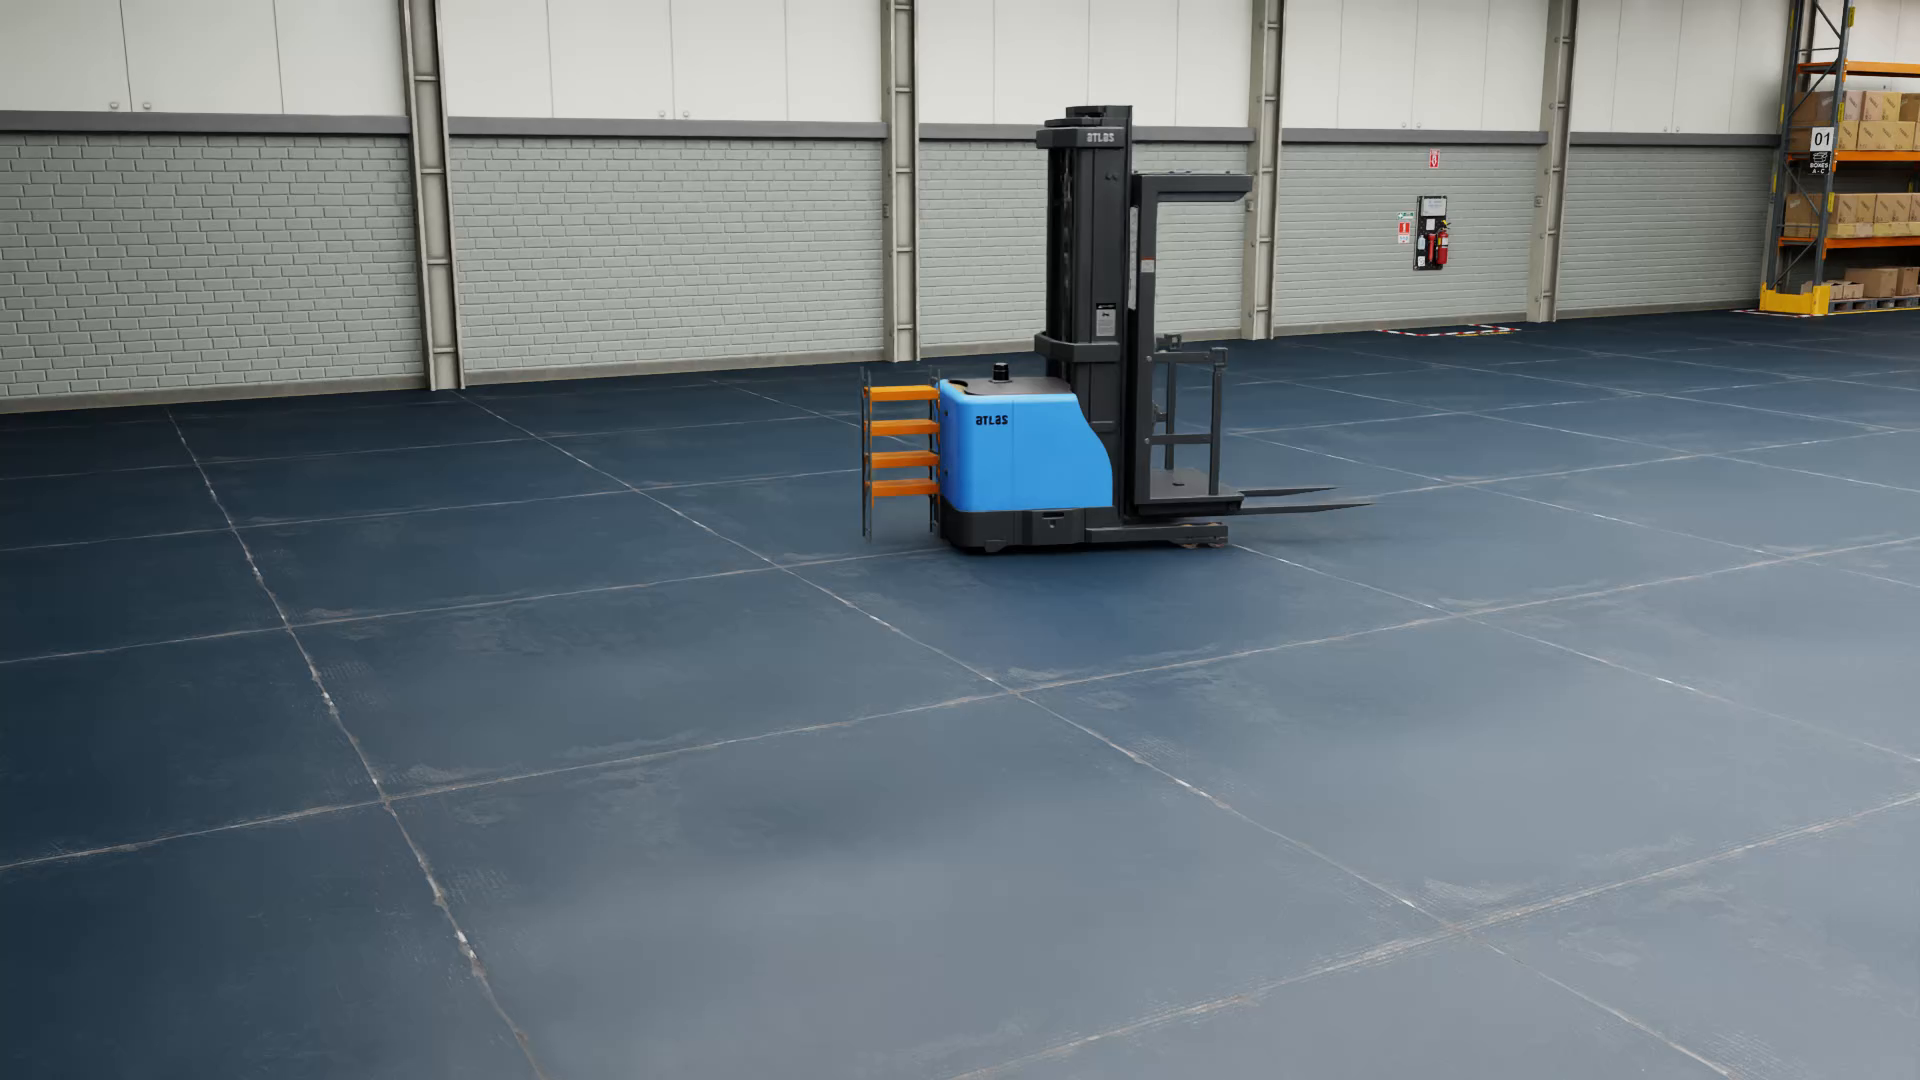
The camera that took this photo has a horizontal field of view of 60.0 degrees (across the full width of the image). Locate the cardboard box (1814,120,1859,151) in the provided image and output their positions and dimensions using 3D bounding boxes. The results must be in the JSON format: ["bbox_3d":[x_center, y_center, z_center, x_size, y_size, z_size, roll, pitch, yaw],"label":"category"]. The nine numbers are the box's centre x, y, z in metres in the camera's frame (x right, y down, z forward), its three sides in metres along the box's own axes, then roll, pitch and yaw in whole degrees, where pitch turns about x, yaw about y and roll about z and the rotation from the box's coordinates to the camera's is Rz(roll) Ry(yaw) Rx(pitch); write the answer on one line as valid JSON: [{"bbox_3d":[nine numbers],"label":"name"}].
[{"bbox_3d":[15.233,-7.041,28.958,0.500,0.500,0.500,-6,14,-26],"label":"cardboard box"}]

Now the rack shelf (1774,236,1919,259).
[{"bbox_3d":[16.575,-5.391,30.372,4.000,0.370,1.077,-7,14,-28],"label":"rack shelf"}]

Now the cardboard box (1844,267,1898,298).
[{"bbox_3d":[16.638,-4.710,30.397,0.500,0.500,0.700,-8,15,-31],"label":"cardboard box"}]

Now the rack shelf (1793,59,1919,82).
[{"bbox_3d":[16.575,-8.317,29.714,4.000,0.370,1.077,-7,14,-28],"label":"rack shelf"}]

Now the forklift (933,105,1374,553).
[{"bbox_3d":[1.377,-1.482,11.521,3.031,2.935,1.130,-2,13,-10],"label":"forklift"}]

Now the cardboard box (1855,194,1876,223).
[{"bbox_3d":[15.821,-5.877,29.478,0.500,0.500,0.500,-7,14,-28],"label":"cardboard box"}]

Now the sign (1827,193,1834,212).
[{"bbox_3d":[15.080,-5.850,28.799,0.005,0.325,0.100,-7,14,-28],"label":"sign"}]

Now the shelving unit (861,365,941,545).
[{"bbox_3d":[-0.409,-0.593,11.513,0.503,1.200,0.258,-4,13,-16],"label":"shelving unit"}]

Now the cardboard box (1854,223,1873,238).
[{"bbox_3d":[15.849,-5.516,29.584,0.500,0.250,0.500,-7,15,-30],"label":"cardboard box"}]

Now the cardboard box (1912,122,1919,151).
[{"bbox_3d":[17.087,-7.258,29.921,0.500,0.500,0.500,-7,15,-30],"label":"cardboard box"}]

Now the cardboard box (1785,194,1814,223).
[{"bbox_3d":[15.131,-5.925,29.692,0.500,0.500,0.500,-7,14,-28],"label":"cardboard box"}]

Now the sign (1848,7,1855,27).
[{"bbox_3d":[15.079,-8.848,28.124,0.005,0.325,0.100,-7,14,-28],"label":"sign"}]

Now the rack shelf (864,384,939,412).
[{"bbox_3d":[-0.409,-0.977,11.427,0.480,0.148,0.258,-4,13,-16],"label":"rack shelf"}]

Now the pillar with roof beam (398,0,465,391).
[{"bbox_3d":[-3.983,-5.345,14.862,0.400,9.000,9.100,-7,14,-28],"label":"pillar with roof beam"}]

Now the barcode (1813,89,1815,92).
[{"bbox_3d":[15.203,-7.996,29.602,0.075,0.075,0.001,-7,14,-28],"label":"barcode"}]

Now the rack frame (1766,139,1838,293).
[{"bbox_3d":[14.819,-5.532,29.358,0.127,3.000,1.000,-7,14,-28],"label":"rack frame"}]

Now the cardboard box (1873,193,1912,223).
[{"bbox_3d":[16.725,-5.986,29.966,0.500,0.500,0.500,-6,14,-26],"label":"cardboard box"}]

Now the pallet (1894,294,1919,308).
[{"bbox_3d":[17.758,-4.515,31.190,1.213,0.211,1.003,-7,14,-28],"label":"pallet"}]

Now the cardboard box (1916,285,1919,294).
[{"bbox_3d":[17.875,-4.723,31.215,0.250,0.166,0.380,-9,16,-35],"label":"cardboard box"}]

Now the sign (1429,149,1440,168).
[{"bbox_3d":[7.511,-6.038,26.326,0.199,0.298,0.001,-7,14,-28],"label":"sign"}]

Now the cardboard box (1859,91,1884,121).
[{"bbox_3d":[15.738,-7.578,29.069,0.500,0.500,0.500,-7,14,-29],"label":"cardboard box"}]

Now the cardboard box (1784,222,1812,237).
[{"bbox_3d":[15.137,-5.555,29.757,0.500,0.250,0.500,-7,14,-27],"label":"cardboard box"}]

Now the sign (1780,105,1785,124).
[{"bbox_3d":[14.571,-7.536,29.416,0.005,0.325,0.100,-7,14,-28],"label":"sign"}]

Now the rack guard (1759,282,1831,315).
[{"bbox_3d":[14.886,-4.320,29.668,0.348,0.500,1.175,-7,14,-28],"label":"rack guard"}]

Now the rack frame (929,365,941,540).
[{"bbox_3d":[-0.174,-0.608,11.580,0.015,1.200,0.240,-4,13,-16],"label":"rack frame"}]

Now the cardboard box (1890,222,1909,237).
[{"bbox_3d":[16.744,-5.621,30.051,0.500,0.250,0.500,-7,14,-27],"label":"cardboard box"}]

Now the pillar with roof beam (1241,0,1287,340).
[{"bbox_3d":[6.549,-6.607,20.472,0.400,9.000,9.100,-7,14,-28],"label":"pillar with roof beam"}]

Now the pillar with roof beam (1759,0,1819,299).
[{"bbox_3d":[17.082,-7.869,26.081,0.400,9.000,9.100,-7,14,-28],"label":"pillar with roof beam"}]

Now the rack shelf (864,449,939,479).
[{"bbox_3d":[-0.409,-0.528,11.528,0.480,0.148,0.258,-4,13,-16],"label":"rack shelf"}]

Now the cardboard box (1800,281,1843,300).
[{"bbox_3d":[15.470,-4.490,29.851,0.500,0.311,0.500,-9,15,-34],"label":"cardboard box"}]

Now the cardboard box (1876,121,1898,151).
[{"bbox_3d":[16.175,-7.146,29.425,0.500,0.500,0.500,-6,14,-25],"label":"cardboard box"}]

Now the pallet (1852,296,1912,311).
[{"bbox_3d":[16.686,-4.386,30.616,1.213,0.211,1.003,-7,14,-28],"label":"pallet"}]

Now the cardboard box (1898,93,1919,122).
[{"bbox_3d":[17.091,-7.741,29.791,0.500,0.500,0.500,-7,15,-30],"label":"cardboard box"}]

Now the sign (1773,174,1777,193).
[{"bbox_3d":[14.571,-6.360,29.681,0.005,0.325,0.100,-7,14,-28],"label":"sign"}]
